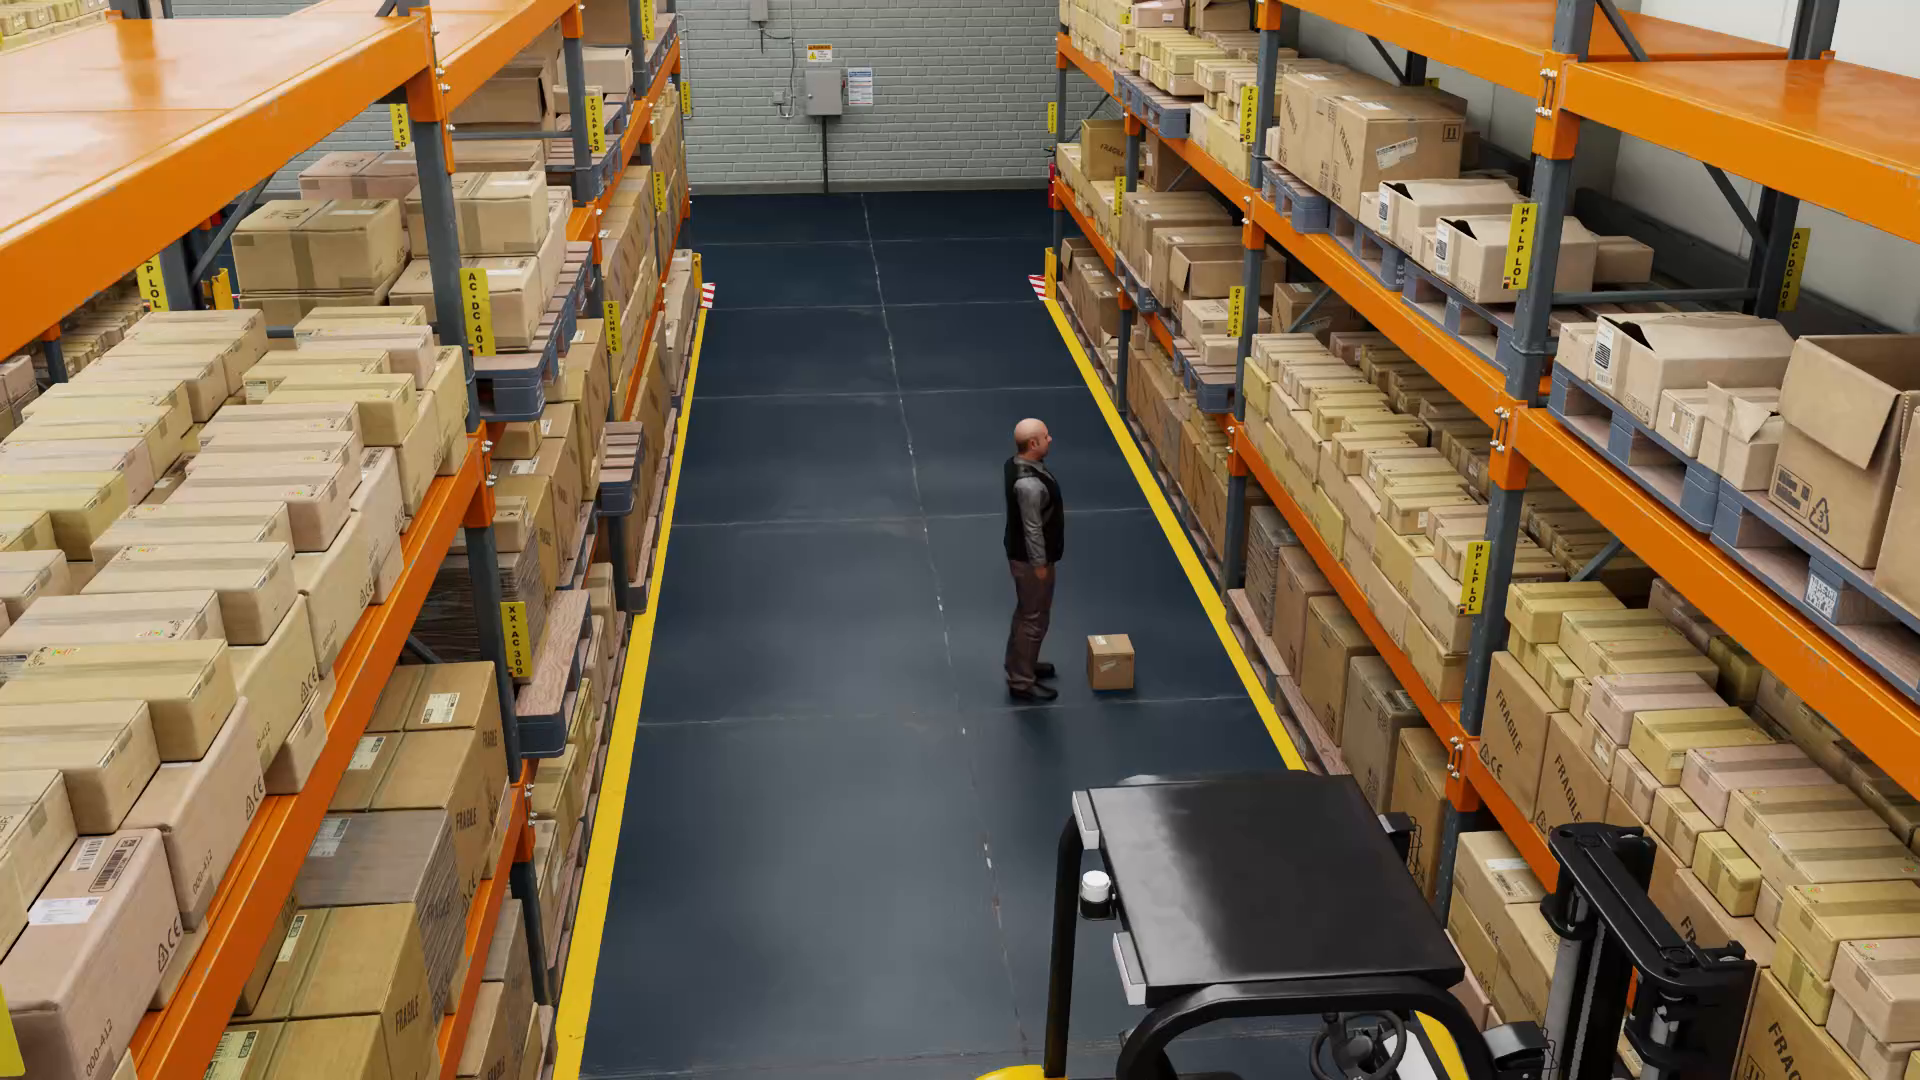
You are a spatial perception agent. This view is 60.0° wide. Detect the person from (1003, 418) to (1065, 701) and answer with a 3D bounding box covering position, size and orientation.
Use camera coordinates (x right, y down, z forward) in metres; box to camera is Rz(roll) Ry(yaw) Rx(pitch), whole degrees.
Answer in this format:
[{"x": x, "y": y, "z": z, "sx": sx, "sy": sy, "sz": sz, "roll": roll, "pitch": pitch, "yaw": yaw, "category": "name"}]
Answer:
[{"x": 0.440, "y": 0.100, "z": 9.923, "sx": 0.357, "sy": 1.733, "sz": 0.530, "roll": -2, "pitch": 24, "yaw": -4, "category": "person"}]
